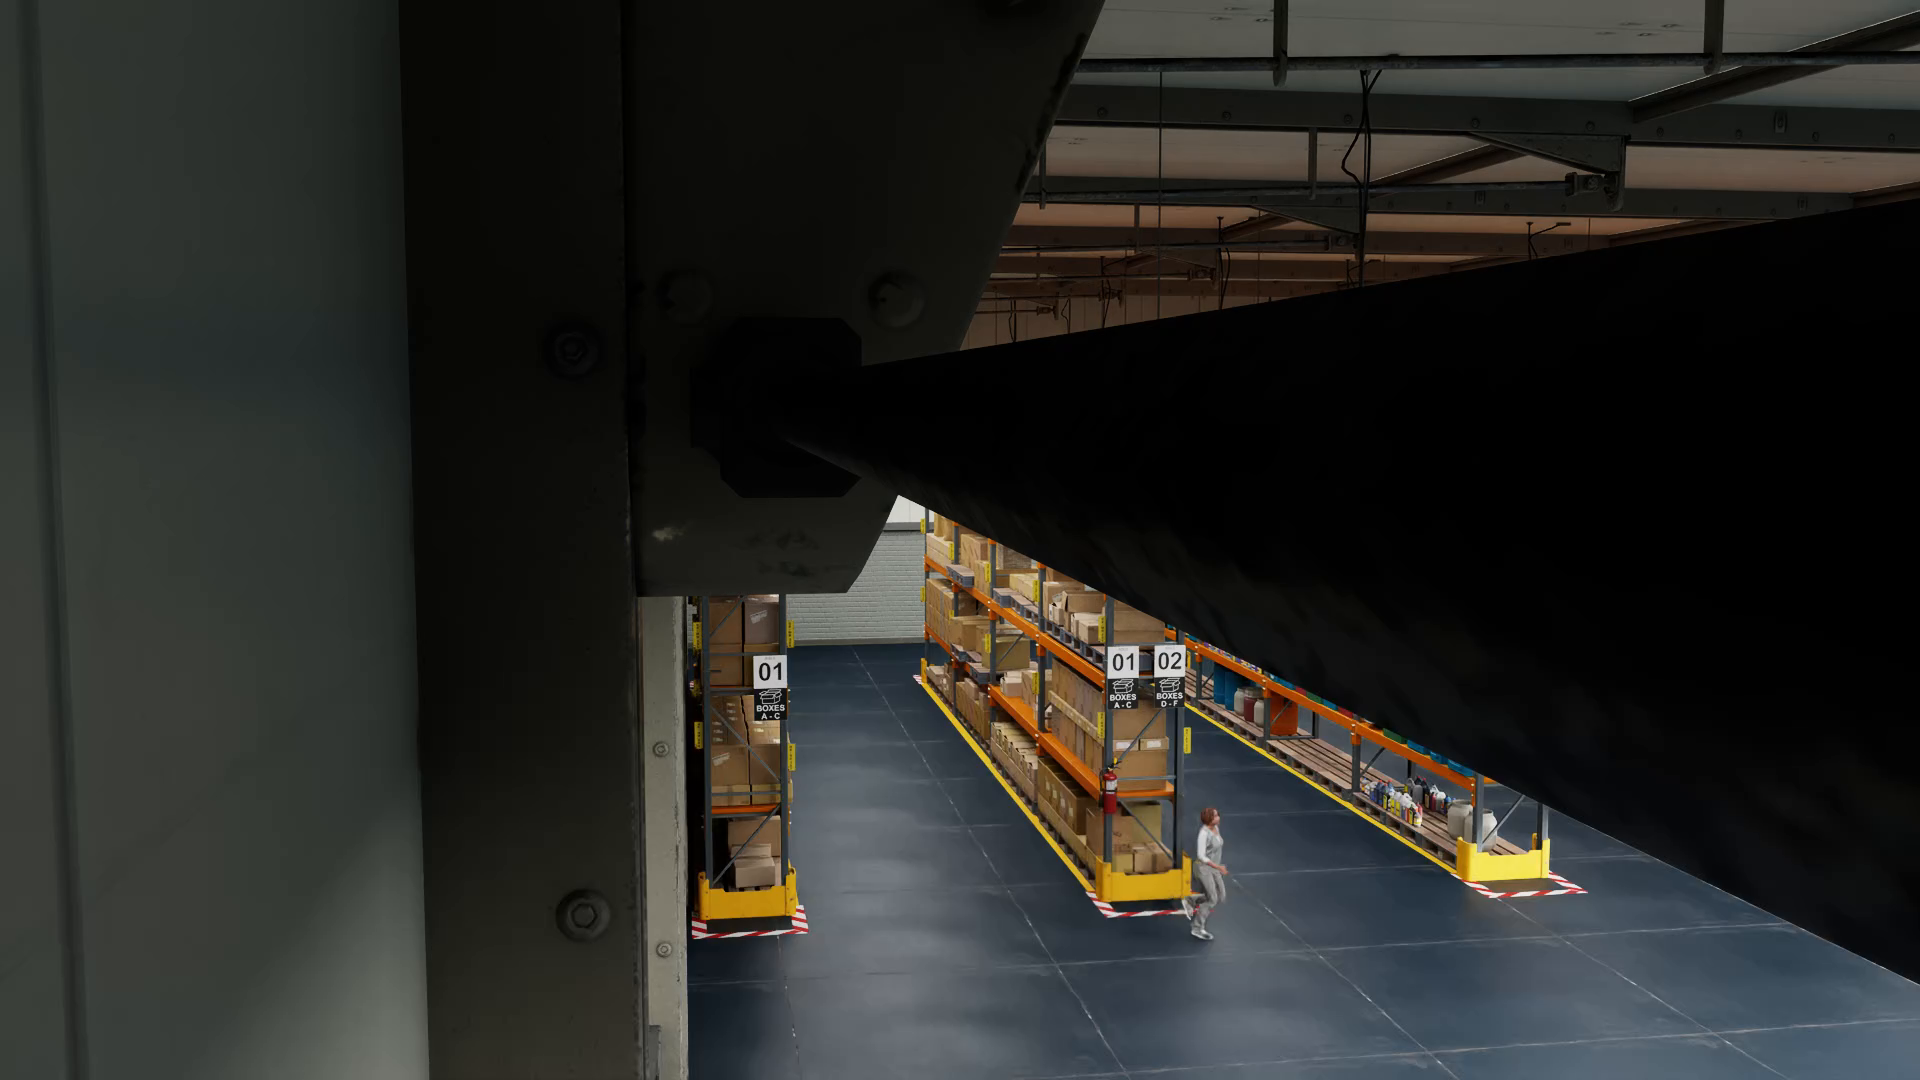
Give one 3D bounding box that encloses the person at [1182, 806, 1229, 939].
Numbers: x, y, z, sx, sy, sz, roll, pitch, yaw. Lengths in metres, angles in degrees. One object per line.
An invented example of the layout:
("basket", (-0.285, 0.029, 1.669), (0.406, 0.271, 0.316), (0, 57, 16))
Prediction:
("person", (2.872, 3.861, 19.375), (0.611, 1.562, 0.561), (3, 6, 28))
